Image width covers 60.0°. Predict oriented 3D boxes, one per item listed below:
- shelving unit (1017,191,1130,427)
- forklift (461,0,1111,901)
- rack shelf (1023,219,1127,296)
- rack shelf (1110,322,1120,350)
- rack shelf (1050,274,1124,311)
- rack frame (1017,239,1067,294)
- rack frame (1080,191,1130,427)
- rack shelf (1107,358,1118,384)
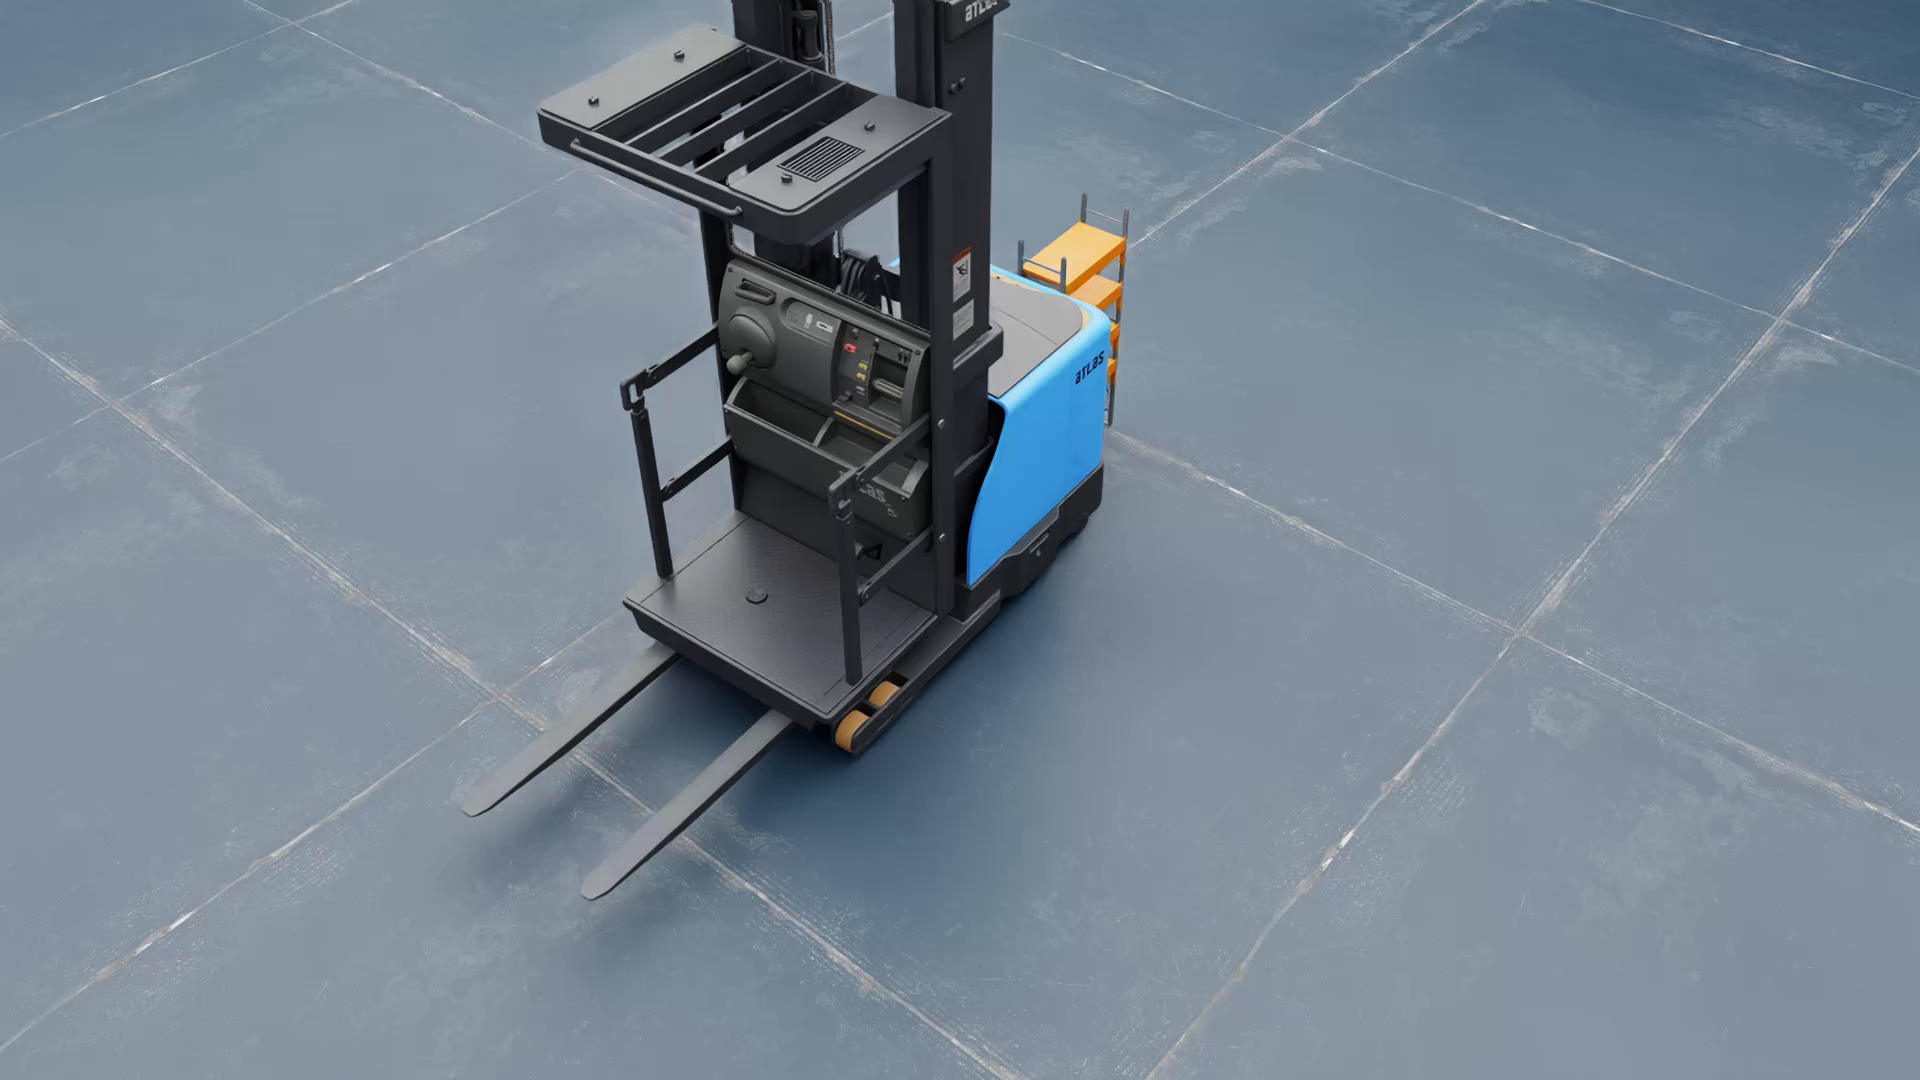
[{"bbox_3d":[0.493,-0.911,7.543,0.258,1.200,0.503,27,49,26],"label":"shelving unit"},{"bbox_3d":[-0.641,-0.626,5.942,1.130,2.935,3.031,27,49,26],"label":"forklift"},{"bbox_3d":[0.493,-1.202,7.278,0.258,0.148,0.480,27,49,26],"label":"rack shelf"},{"bbox_3d":[0.493,-0.862,7.588,0.258,0.148,0.480,27,49,26],"label":"rack shelf"},{"bbox_3d":[0.493,-1.027,7.437,0.258,0.148,0.480,27,49,26],"label":"rack shelf"},{"bbox_3d":[0.347,-0.779,7.398,0.240,1.200,0.015,27,49,26],"label":"rack frame"},{"bbox_3d":[0.638,-1.043,7.688,0.240,1.200,0.015,27,49,26],"label":"rack frame"},{"bbox_3d":[0.493,-0.715,7.721,0.258,0.148,0.480,27,49,26],"label":"rack shelf"}]
